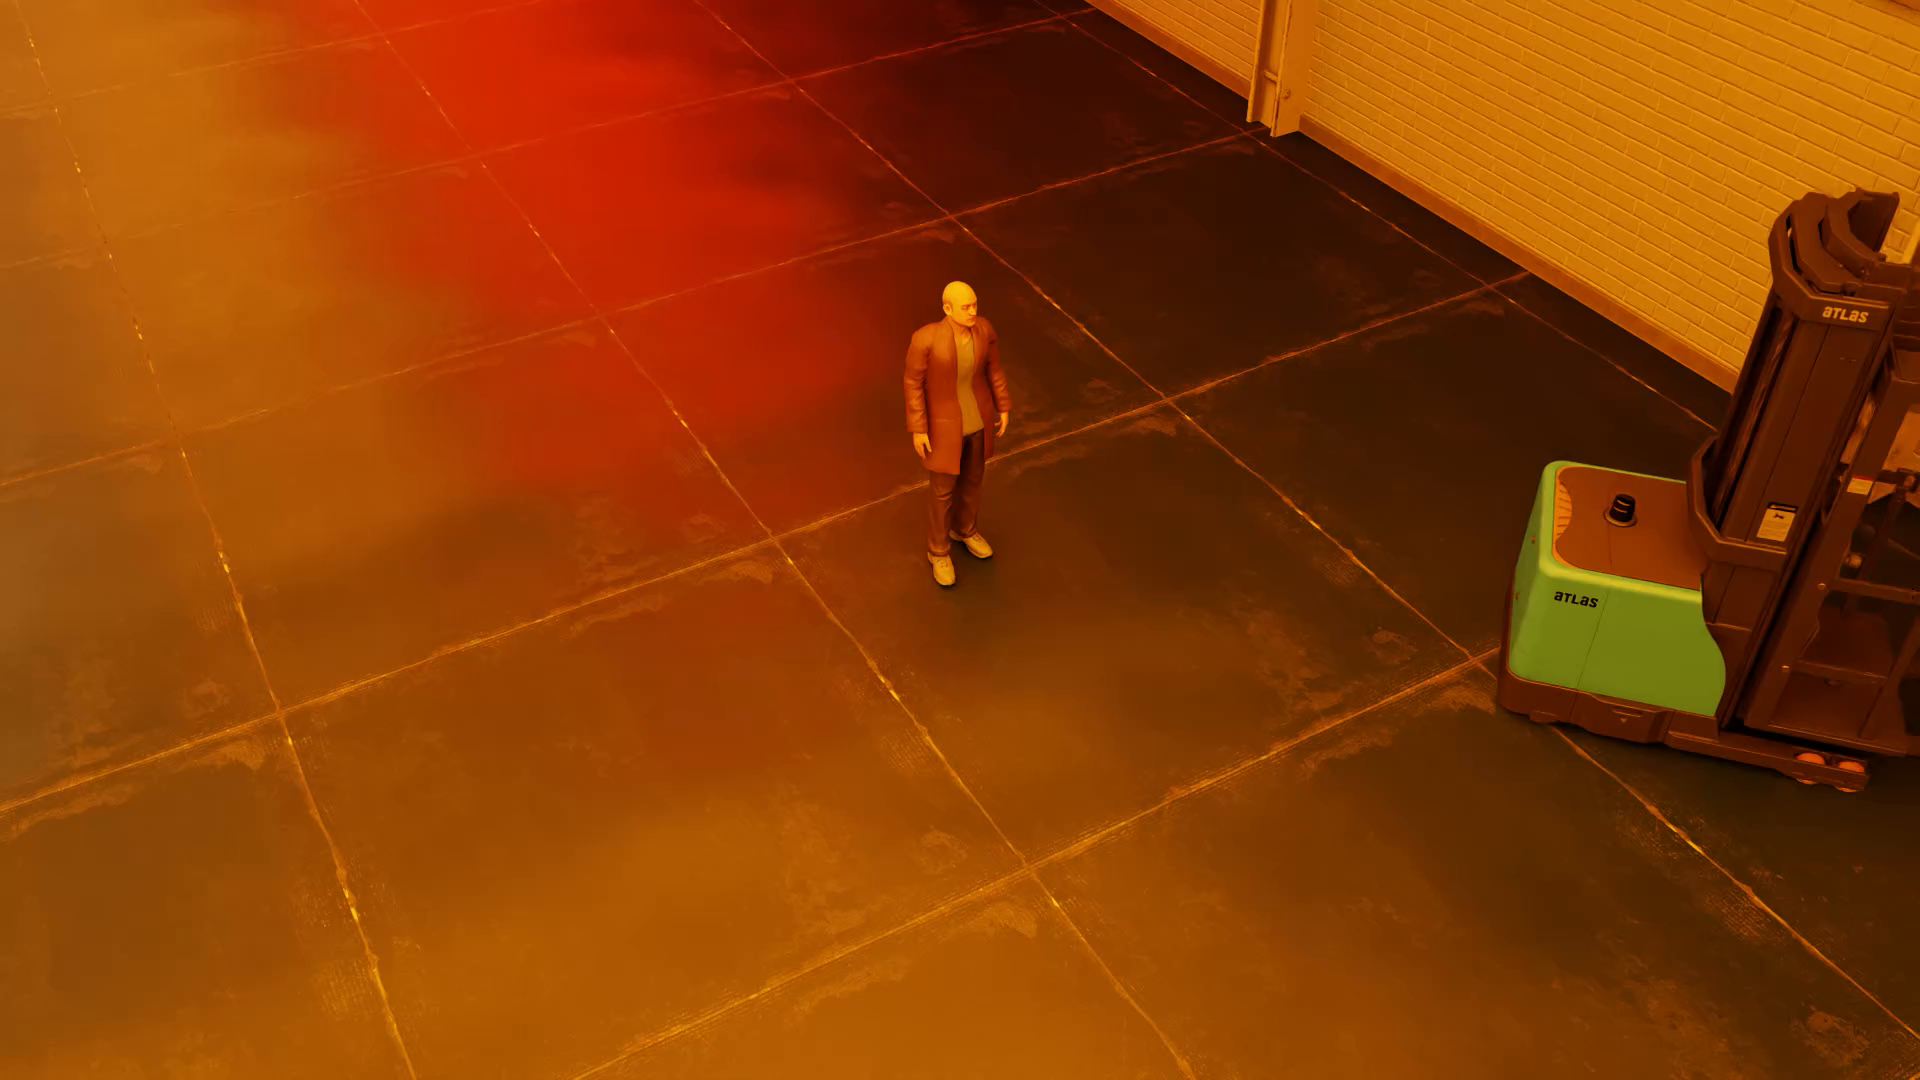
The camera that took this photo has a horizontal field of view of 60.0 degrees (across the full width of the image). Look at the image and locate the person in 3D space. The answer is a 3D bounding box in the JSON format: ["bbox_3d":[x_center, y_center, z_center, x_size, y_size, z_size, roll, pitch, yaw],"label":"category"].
[{"bbox_3d":[0.043,-0.638,9.697,0.696,1.778,0.579,-20,44,-23],"label":"person"}]

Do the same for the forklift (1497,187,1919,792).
[{"bbox_3d":[4.537,-0.187,8.261,3.031,2.935,1.130,11,41,13],"label":"forklift"}]
